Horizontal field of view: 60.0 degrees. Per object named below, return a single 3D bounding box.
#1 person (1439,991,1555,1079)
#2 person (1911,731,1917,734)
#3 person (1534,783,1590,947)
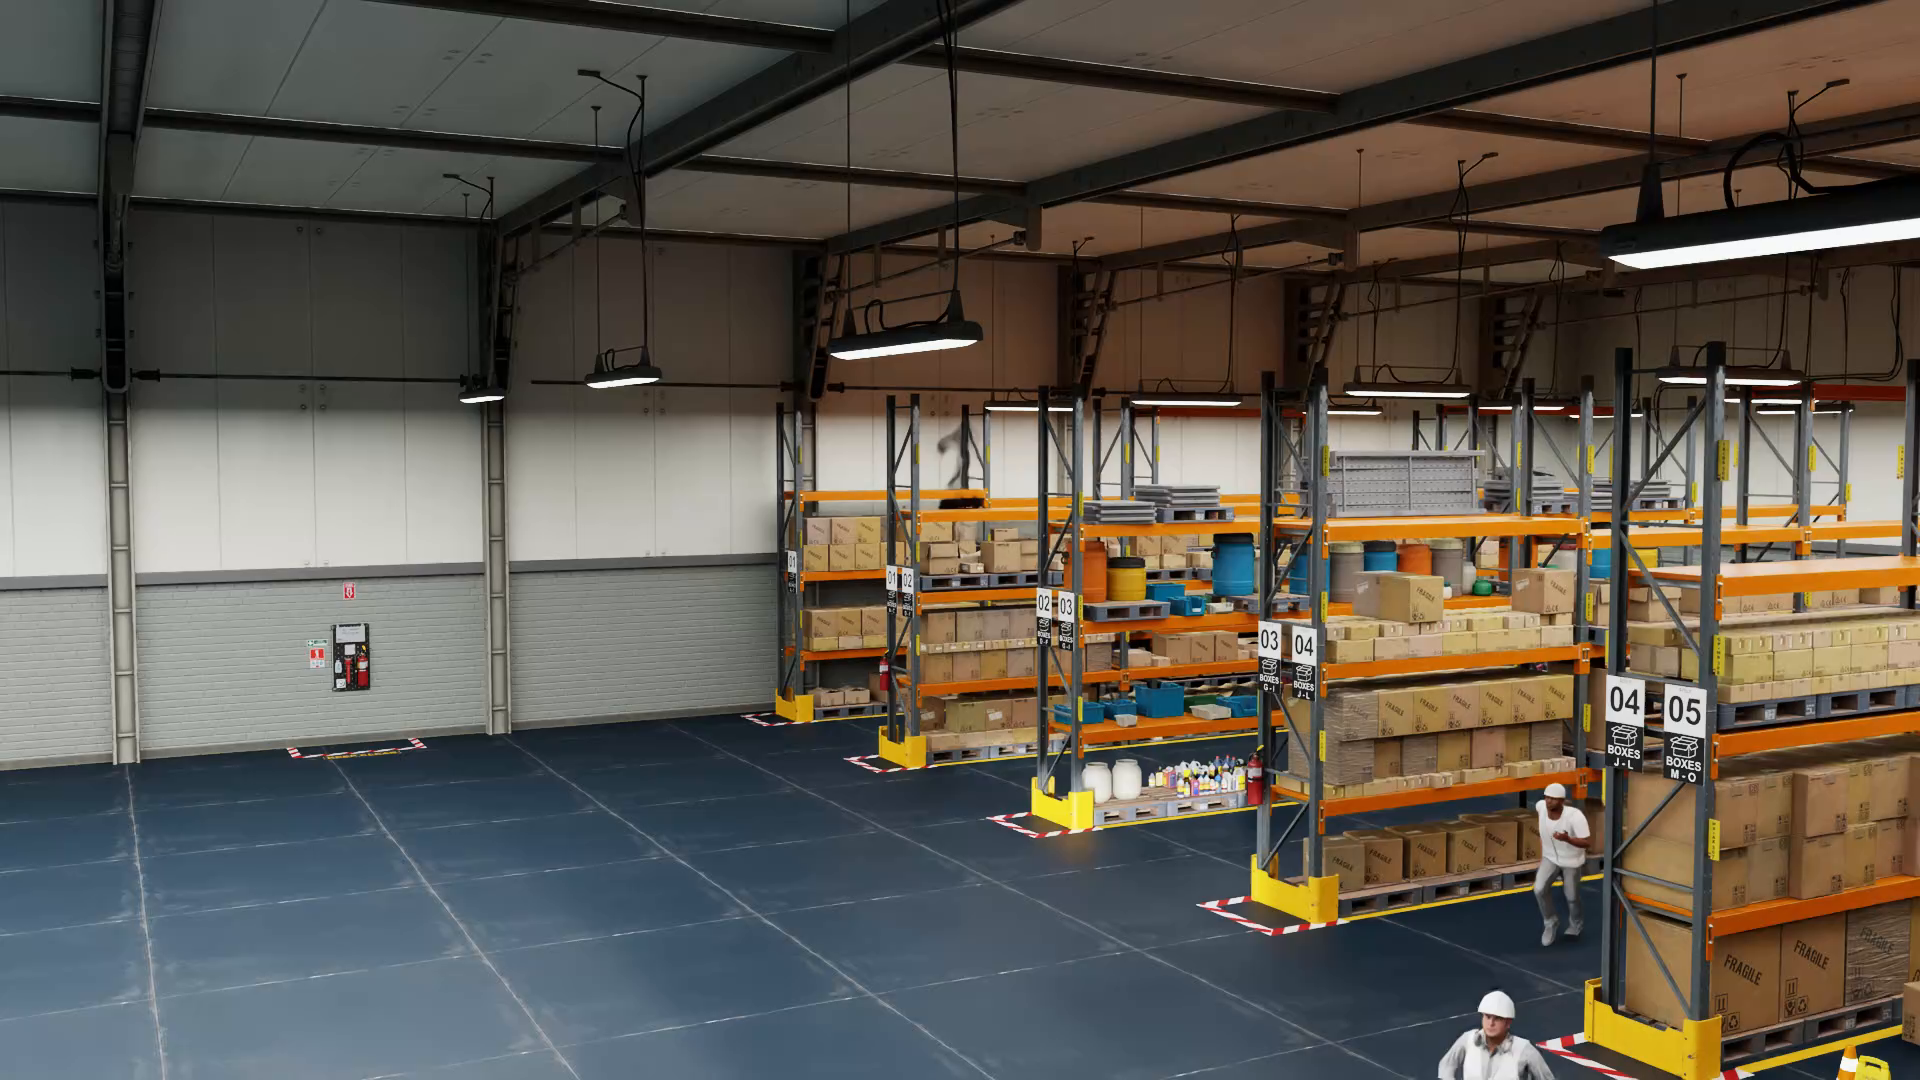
[{"bbox_3d":[3.342,3.721,10.578,0.864,1.773,0.674,2,4,29],"label":"person"},{"bbox_3d":[11.884,3.155,20.937,0.765,1.736,0.582,-1,3,-23],"label":"person"},{"bbox_3d":[6.204,3.329,17.149,0.683,1.717,0.919,3,4,41],"label":"person"}]
